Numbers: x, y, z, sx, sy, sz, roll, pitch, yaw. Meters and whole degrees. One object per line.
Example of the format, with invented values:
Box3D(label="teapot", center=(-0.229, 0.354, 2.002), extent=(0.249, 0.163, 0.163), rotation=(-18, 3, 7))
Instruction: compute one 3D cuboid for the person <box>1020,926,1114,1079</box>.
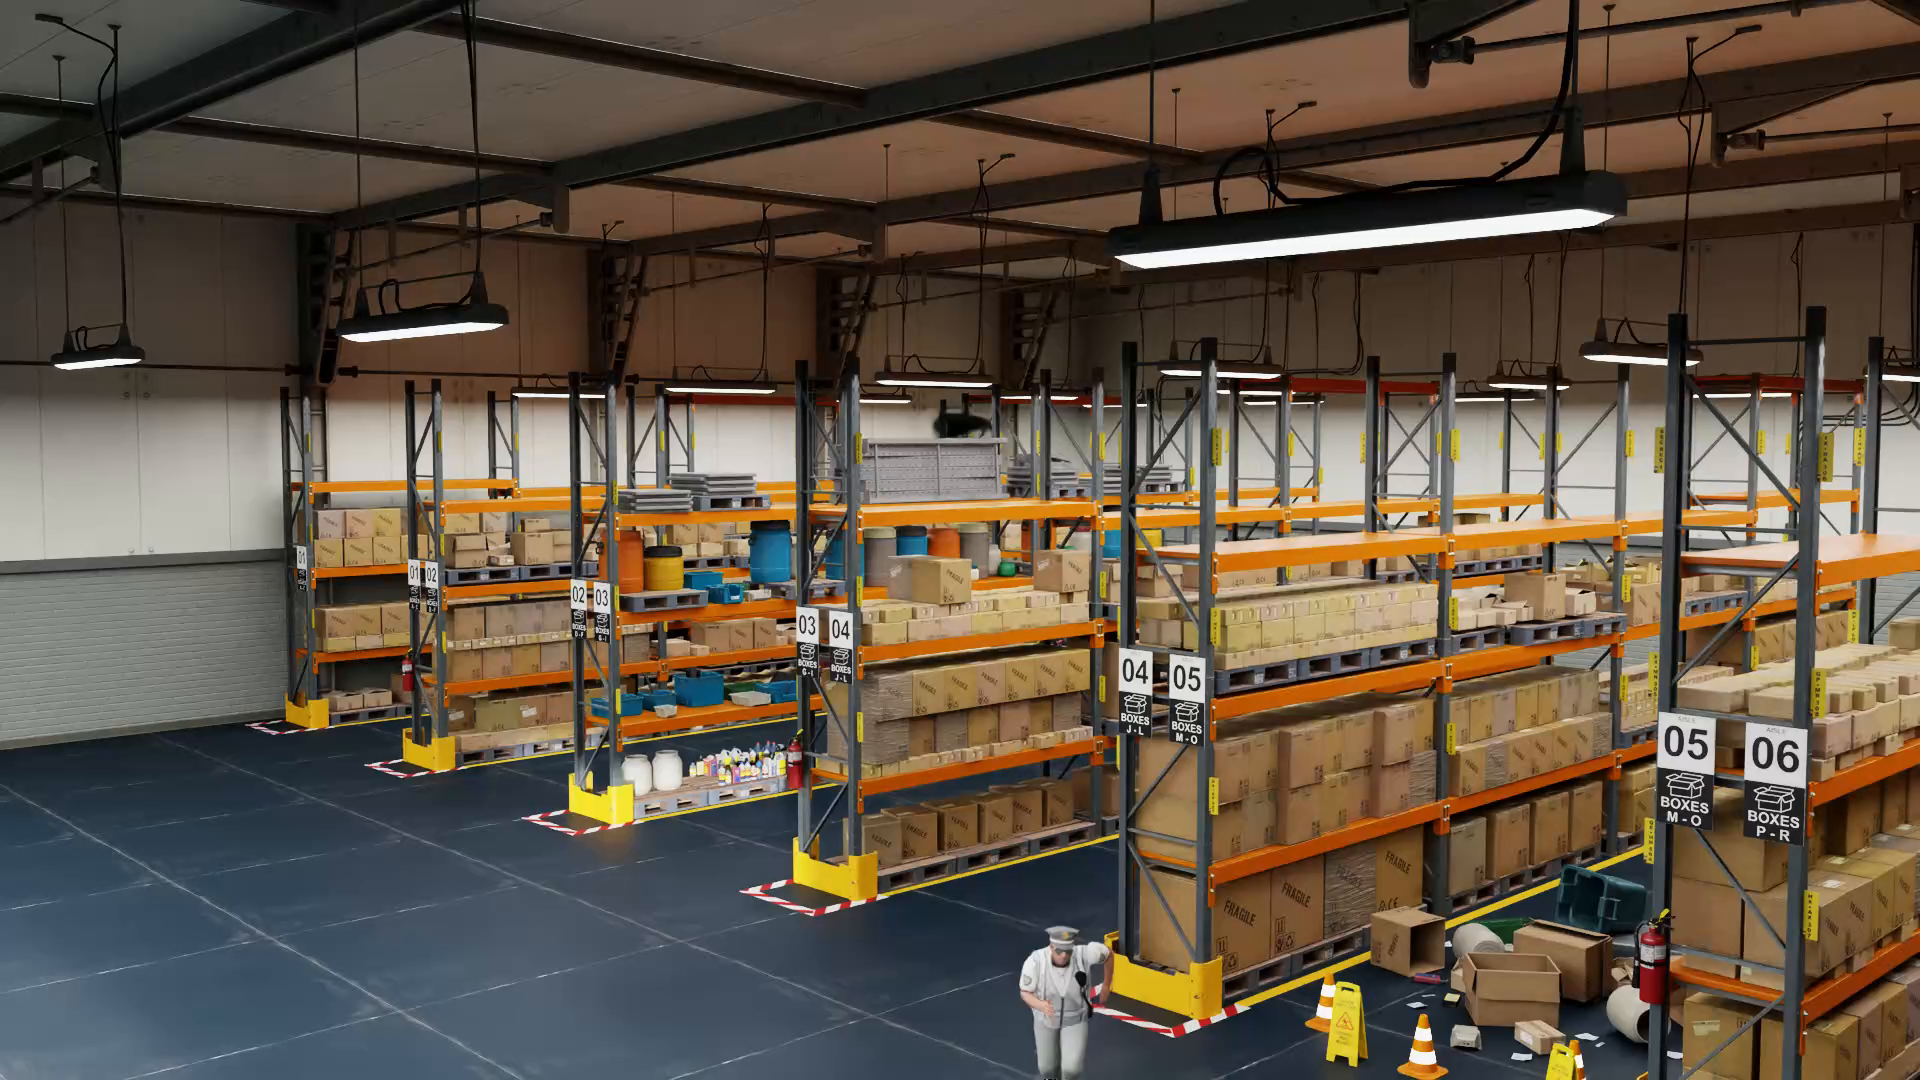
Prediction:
Box3D(label="person", center=(0.794, 3.575, 12.339), extent=(0.701, 1.591, 0.961), rotation=(0, 4, 3))
